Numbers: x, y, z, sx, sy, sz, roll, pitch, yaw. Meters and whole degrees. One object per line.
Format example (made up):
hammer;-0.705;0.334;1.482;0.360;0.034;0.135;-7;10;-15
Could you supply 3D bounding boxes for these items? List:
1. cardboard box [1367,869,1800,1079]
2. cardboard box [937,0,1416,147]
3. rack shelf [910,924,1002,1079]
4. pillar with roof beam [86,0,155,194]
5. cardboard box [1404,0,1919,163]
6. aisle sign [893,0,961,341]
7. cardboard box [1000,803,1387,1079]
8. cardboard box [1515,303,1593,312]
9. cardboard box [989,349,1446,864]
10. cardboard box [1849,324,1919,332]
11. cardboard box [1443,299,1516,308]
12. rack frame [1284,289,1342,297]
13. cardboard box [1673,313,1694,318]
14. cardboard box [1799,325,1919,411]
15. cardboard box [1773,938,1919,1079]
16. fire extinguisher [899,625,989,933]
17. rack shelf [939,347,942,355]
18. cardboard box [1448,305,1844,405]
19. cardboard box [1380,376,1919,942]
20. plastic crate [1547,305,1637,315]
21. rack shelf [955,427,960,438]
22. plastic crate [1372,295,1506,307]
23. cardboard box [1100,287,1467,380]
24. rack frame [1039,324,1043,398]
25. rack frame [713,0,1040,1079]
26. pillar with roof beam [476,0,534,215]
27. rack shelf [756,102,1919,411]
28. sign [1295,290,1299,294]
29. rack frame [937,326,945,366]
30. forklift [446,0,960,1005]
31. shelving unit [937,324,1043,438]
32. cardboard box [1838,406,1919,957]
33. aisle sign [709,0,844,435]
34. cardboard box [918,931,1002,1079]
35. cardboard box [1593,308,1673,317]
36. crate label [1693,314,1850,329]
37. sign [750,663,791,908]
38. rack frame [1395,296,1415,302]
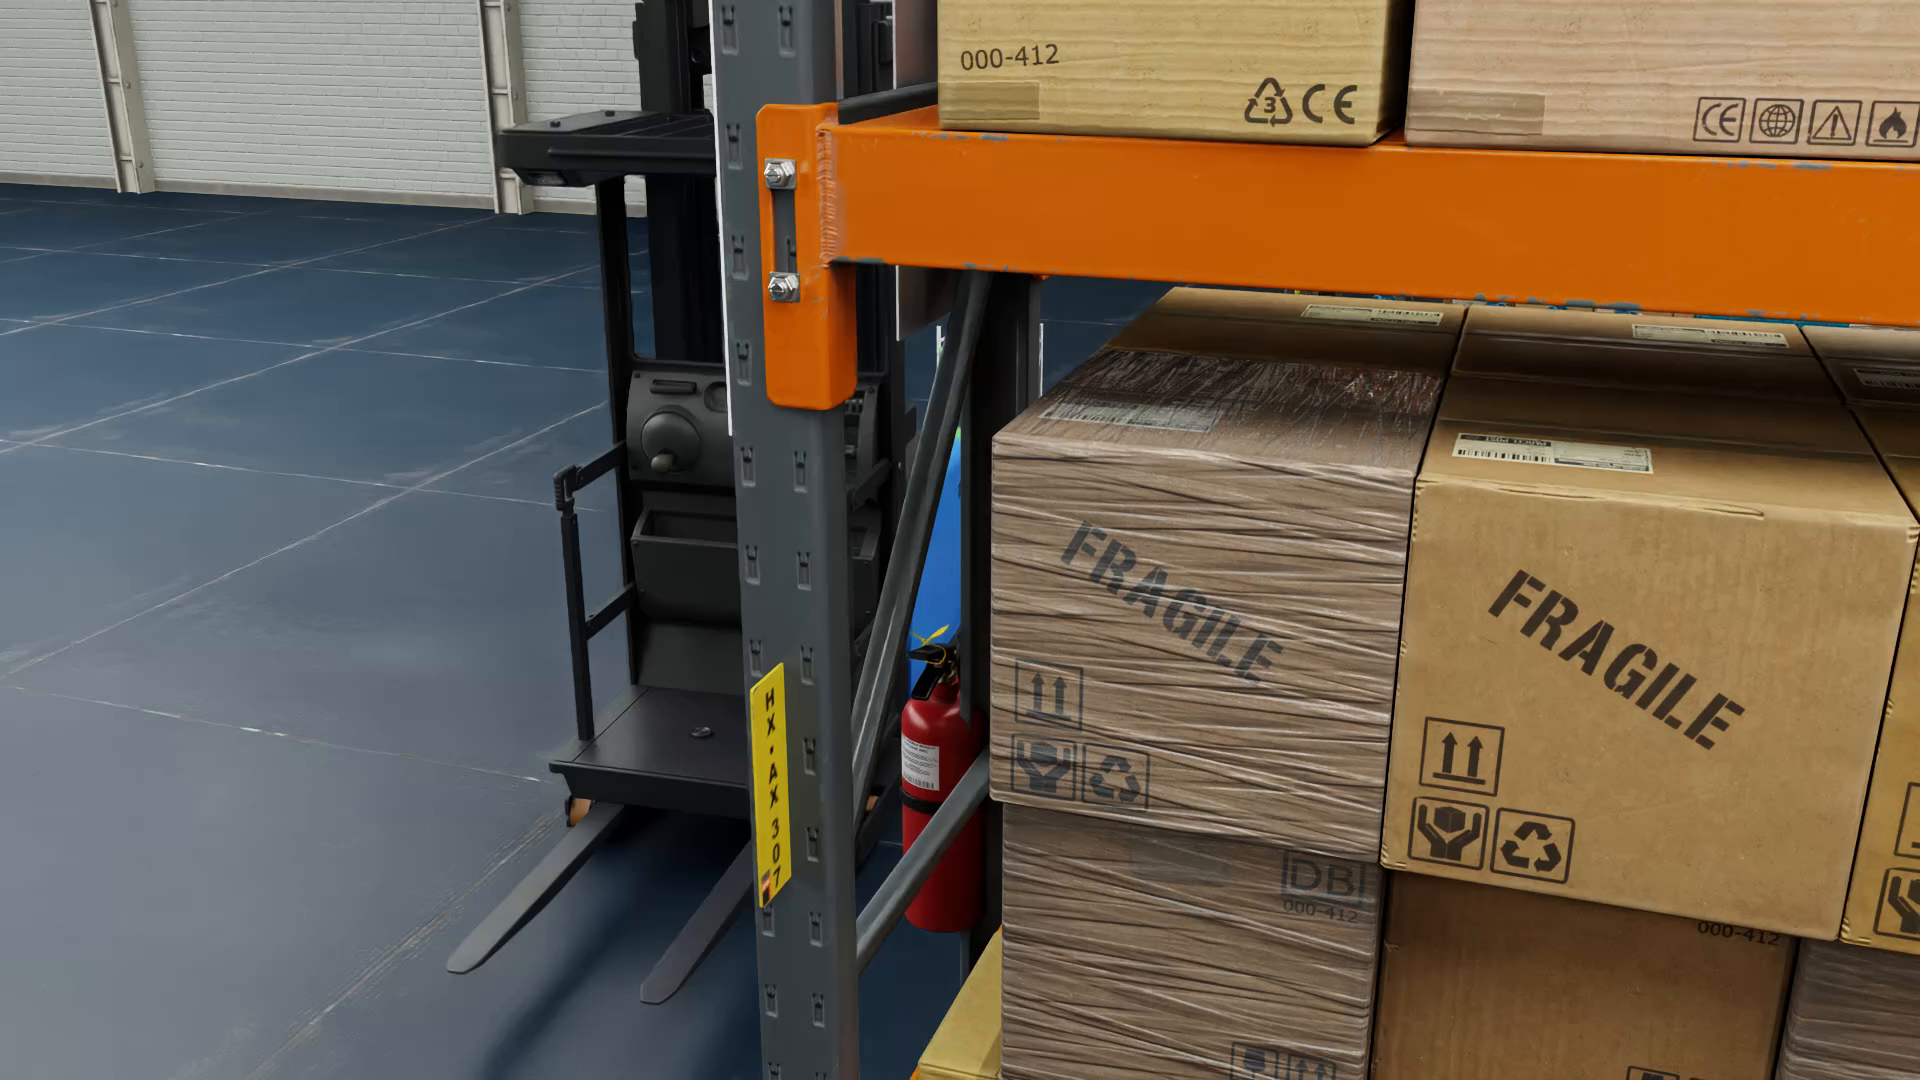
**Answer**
cardboard box;0.947;0.469;2.569;0.500;0.500;0.875;7;20;18
cardboard box;0.295;-0.641;2.028;0.500;0.250;0.500;7;20;20
rack shelf;1.814;1.128;2.376;4.000;0.370;1.077;7;20;18
pillar with roof beam;-12.670;-7.680;17.437;0.400;9.000;9.100;7;20;18
cardboard box;0.784;-0.587;1.874;0.500;0.250;0.500;6;20;17
aisle sign;-0.036;-0.755;2.736;0.004;0.787;0.394;7;20;18
cardboard box;0.435;0.453;2.617;0.500;0.500;0.875;7;20;18
cardboard box;4.085;-1.581;11.454;0.500;0.500;0.500;7;20;18
cardboard box;0.354;0.057;2.233;0.500;0.500;0.500;7;20;18
cardboard box;5.979;-1.369;10.847;0.500;0.500;0.500;7;20;18
cardboard box;3.783;-1.796;12.071;0.500;0.500;0.500;7;20;18
rack frame;1.550;-0.968;7.295;0.127;3.000;1.000;7;20;18
cardboard box;5.028;-1.471;11.140;0.500;0.500;0.500;7;20;18
cardboard box;1.471;0.002;2.390;0.500;0.500;0.500;7;20;18
cardboard box;1.405;0.537;2.375;0.500;0.500;0.875;7;20;18
fire extinguisher;-0.033;0.453;3.336;0.183;0.674;0.296;7;20;18
rack shelf;0.156;-0.942;8.690;0.480;0.148;0.258;7;20;18
cardboard box;0.999;-0.053;2.547;0.500;0.500;0.500;7;20;18
cardboard box;0.824;0.113;2.072;0.500;0.500;0.500;7;20;18
plastic crate;2.732;-0.864;7.225;0.408;0.251;0.499;7;20;18
rack shelf;0.156;-0.488;8.848;0.480;0.148;0.258;7;20;18
plastic crate;2.121;-0.936;7.431;0.616;0.251;0.499;7;20;18
cardboard box;0.525;-0.105;2.697;0.500;0.500;0.500;7;20;18
rack frame;0.387;-0.522;8.752;0.015;1.200;0.240;7;20;18
rack frame;-0.077;0.573;2.874;0.053;2.616;0.949;7;20;18
pillar with roof beam;-7.002;-7.032;15.578;0.400;9.000;9.100;7;20;18
rack shelf;1.814;-0.288;1.882;4.000;0.370;1.077;7;20;18
sign;1.365;-0.928;6.760;0.005;0.325;0.100;7;20;18
rack frame;-0.074;-0.575;8.903;0.015;1.200;0.240;7;20;18
forklift;-0.793;-0.382;5.718;1.130;2.935;3.031;5;20;13
shelving unit;0.156;-0.549;8.827;0.503;1.200;0.258;7;20;18
cardboard box;1.297;0.167;1.919;0.500;0.500;0.500;7;20;18
aisle sign;-0.233;-0.569;2.201;0.004;0.787;0.394;7;20;18
cardboard box;0.115;0.796;2.617;0.250;0.149;0.380;7;20;18
cardboard box;4.562;-1.531;11.311;0.500;0.500;0.500;7;20;18
crate label;3.377;-0.870;6.960;0.616;0.435;0.502;7;20;18
sign;-0.254;0.332;2.250;0.005;0.325;0.100;7;20;18
rack frame;3.179;-2.507;11.712;0.127;3.000;1.000;7;20;18
